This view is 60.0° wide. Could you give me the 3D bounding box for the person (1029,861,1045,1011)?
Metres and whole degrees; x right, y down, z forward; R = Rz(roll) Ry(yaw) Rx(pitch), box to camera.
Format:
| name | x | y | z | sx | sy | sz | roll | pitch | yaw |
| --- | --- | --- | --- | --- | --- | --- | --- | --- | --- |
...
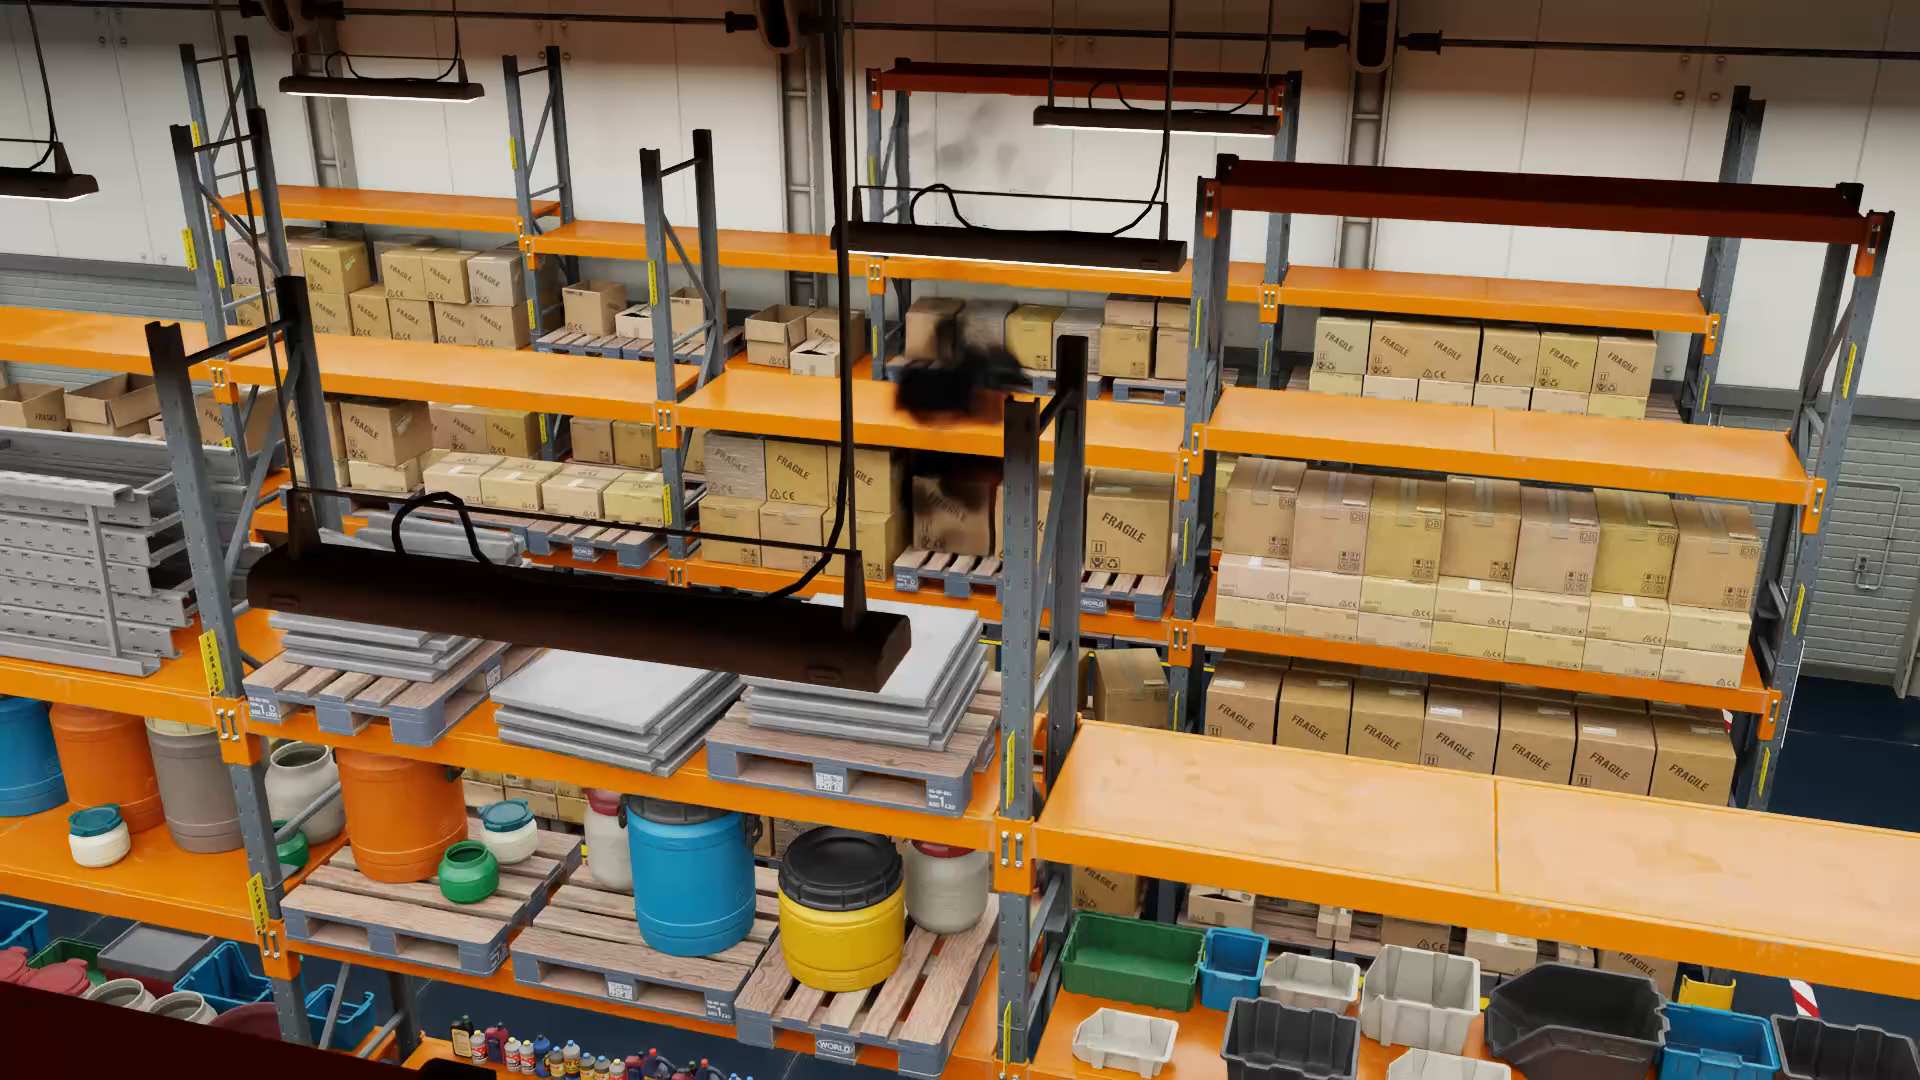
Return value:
| name | x | y | z | sx | sy | sz | roll | pitch | yaw |
| --- | --- | --- | --- | --- | --- | --- | --- | --- | --- |
| person | 0.552 | 2.856 | 11.062 | 1.008 | 1.664 | 0.559 | 6 | 23 | 15 |
